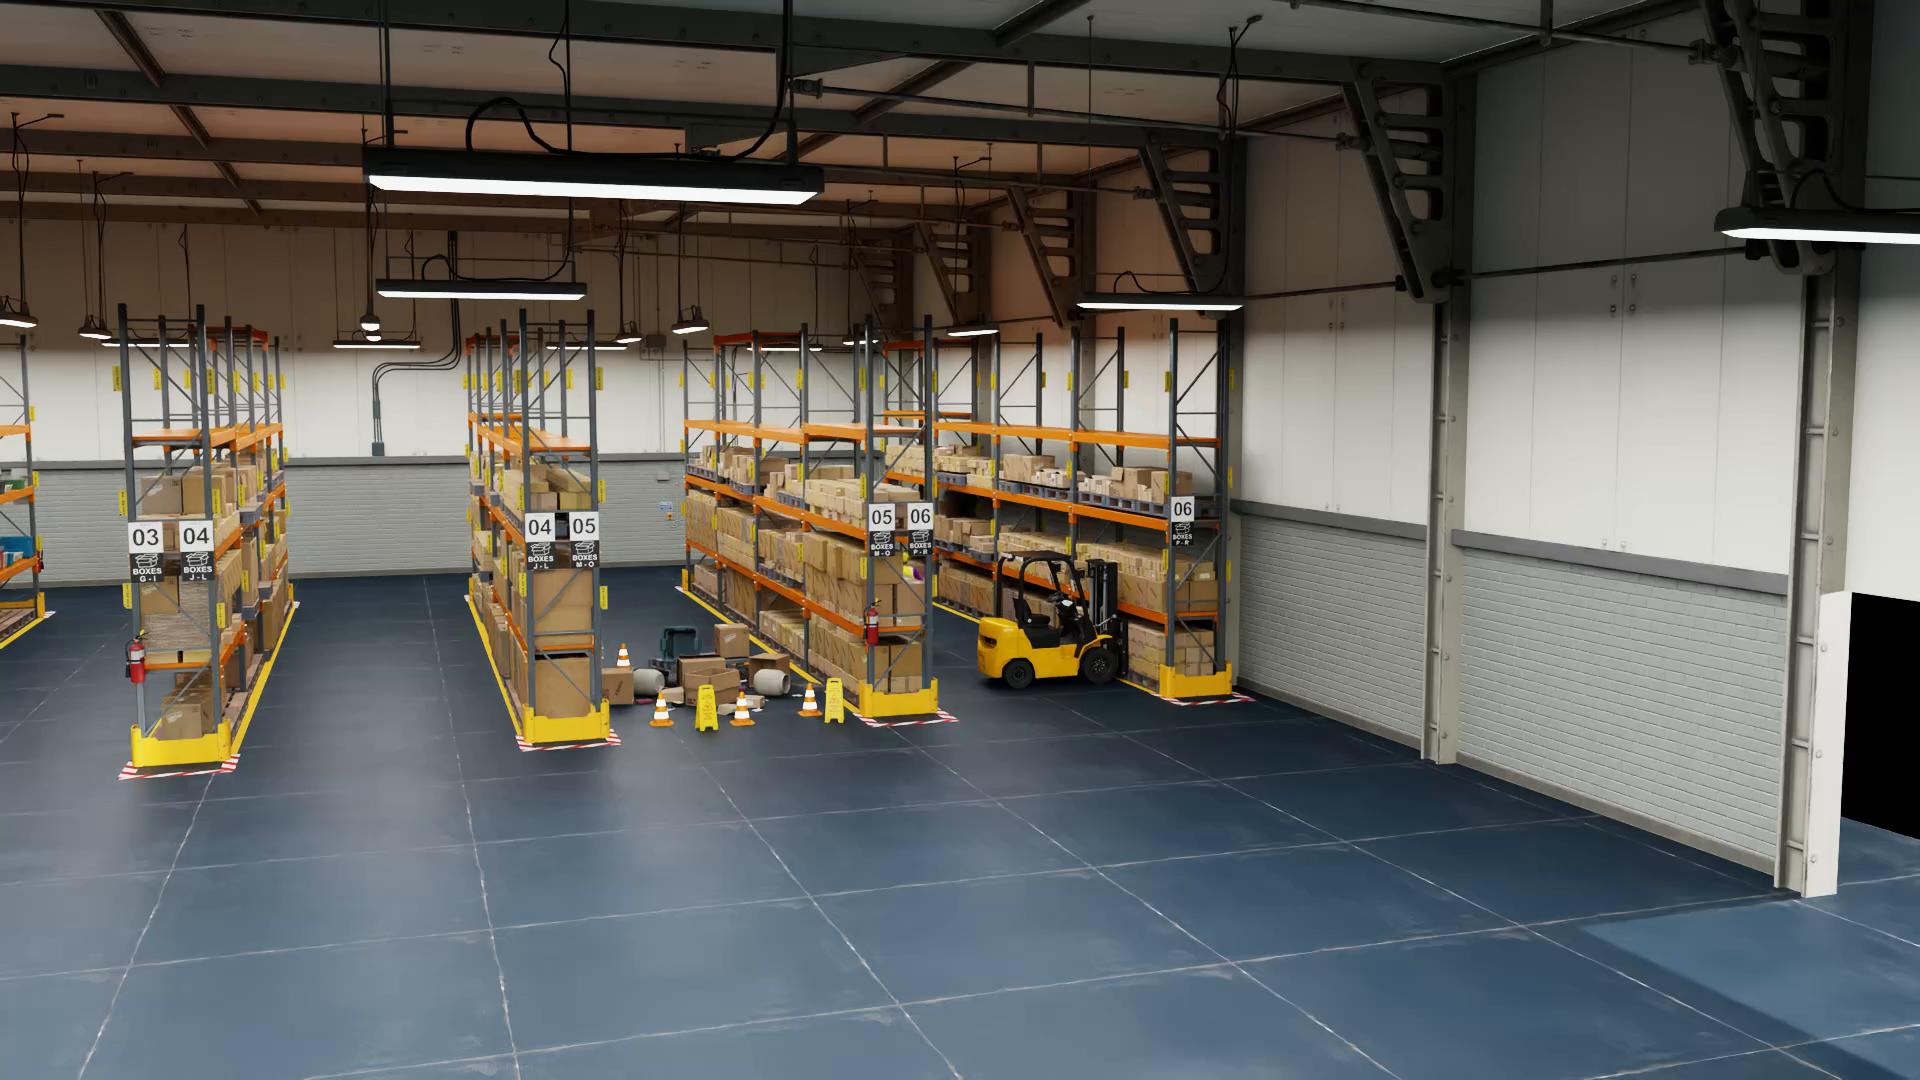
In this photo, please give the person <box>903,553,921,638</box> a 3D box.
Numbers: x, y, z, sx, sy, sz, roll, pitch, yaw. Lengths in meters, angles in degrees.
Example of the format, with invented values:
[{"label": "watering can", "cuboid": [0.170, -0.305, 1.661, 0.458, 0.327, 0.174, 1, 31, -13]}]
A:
[{"label": "person", "cuboid": [-1.103, 1.112, 32.030, 0.692, 1.735, 0.633, -2, 6, -16]}]
